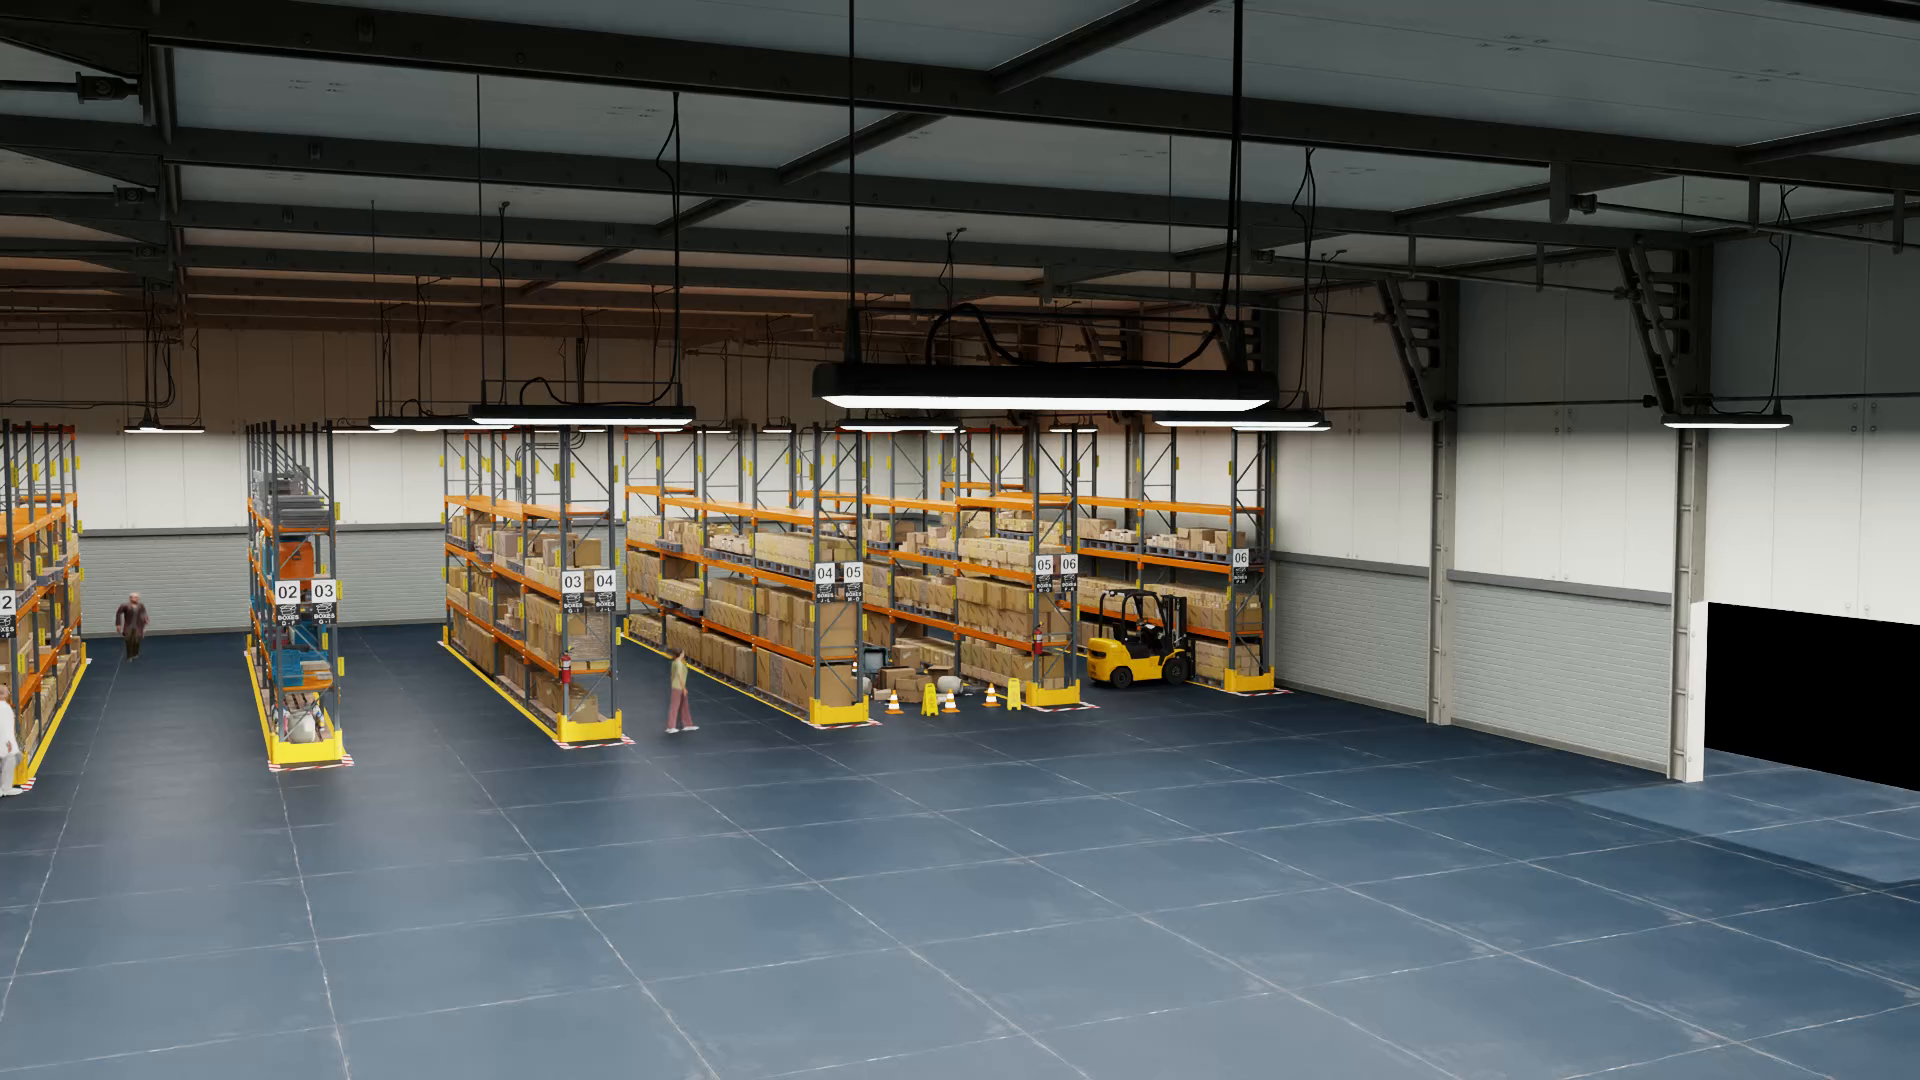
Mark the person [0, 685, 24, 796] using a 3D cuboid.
[{"bbox_3d":[-15.179,3.218,26.349,0.573,1.666,0.594,-2,4,-23],"label":"person"}]

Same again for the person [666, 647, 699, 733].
[{"bbox_3d":[-5.373,2.885,32.131,0.622,1.660,0.475,0,4,-6],"label":"person"}]

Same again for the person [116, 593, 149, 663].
[{"bbox_3d":[-21.052,2.250,42.320,0.769,1.813,0.936,-2,4,-25],"label":"person"}]
